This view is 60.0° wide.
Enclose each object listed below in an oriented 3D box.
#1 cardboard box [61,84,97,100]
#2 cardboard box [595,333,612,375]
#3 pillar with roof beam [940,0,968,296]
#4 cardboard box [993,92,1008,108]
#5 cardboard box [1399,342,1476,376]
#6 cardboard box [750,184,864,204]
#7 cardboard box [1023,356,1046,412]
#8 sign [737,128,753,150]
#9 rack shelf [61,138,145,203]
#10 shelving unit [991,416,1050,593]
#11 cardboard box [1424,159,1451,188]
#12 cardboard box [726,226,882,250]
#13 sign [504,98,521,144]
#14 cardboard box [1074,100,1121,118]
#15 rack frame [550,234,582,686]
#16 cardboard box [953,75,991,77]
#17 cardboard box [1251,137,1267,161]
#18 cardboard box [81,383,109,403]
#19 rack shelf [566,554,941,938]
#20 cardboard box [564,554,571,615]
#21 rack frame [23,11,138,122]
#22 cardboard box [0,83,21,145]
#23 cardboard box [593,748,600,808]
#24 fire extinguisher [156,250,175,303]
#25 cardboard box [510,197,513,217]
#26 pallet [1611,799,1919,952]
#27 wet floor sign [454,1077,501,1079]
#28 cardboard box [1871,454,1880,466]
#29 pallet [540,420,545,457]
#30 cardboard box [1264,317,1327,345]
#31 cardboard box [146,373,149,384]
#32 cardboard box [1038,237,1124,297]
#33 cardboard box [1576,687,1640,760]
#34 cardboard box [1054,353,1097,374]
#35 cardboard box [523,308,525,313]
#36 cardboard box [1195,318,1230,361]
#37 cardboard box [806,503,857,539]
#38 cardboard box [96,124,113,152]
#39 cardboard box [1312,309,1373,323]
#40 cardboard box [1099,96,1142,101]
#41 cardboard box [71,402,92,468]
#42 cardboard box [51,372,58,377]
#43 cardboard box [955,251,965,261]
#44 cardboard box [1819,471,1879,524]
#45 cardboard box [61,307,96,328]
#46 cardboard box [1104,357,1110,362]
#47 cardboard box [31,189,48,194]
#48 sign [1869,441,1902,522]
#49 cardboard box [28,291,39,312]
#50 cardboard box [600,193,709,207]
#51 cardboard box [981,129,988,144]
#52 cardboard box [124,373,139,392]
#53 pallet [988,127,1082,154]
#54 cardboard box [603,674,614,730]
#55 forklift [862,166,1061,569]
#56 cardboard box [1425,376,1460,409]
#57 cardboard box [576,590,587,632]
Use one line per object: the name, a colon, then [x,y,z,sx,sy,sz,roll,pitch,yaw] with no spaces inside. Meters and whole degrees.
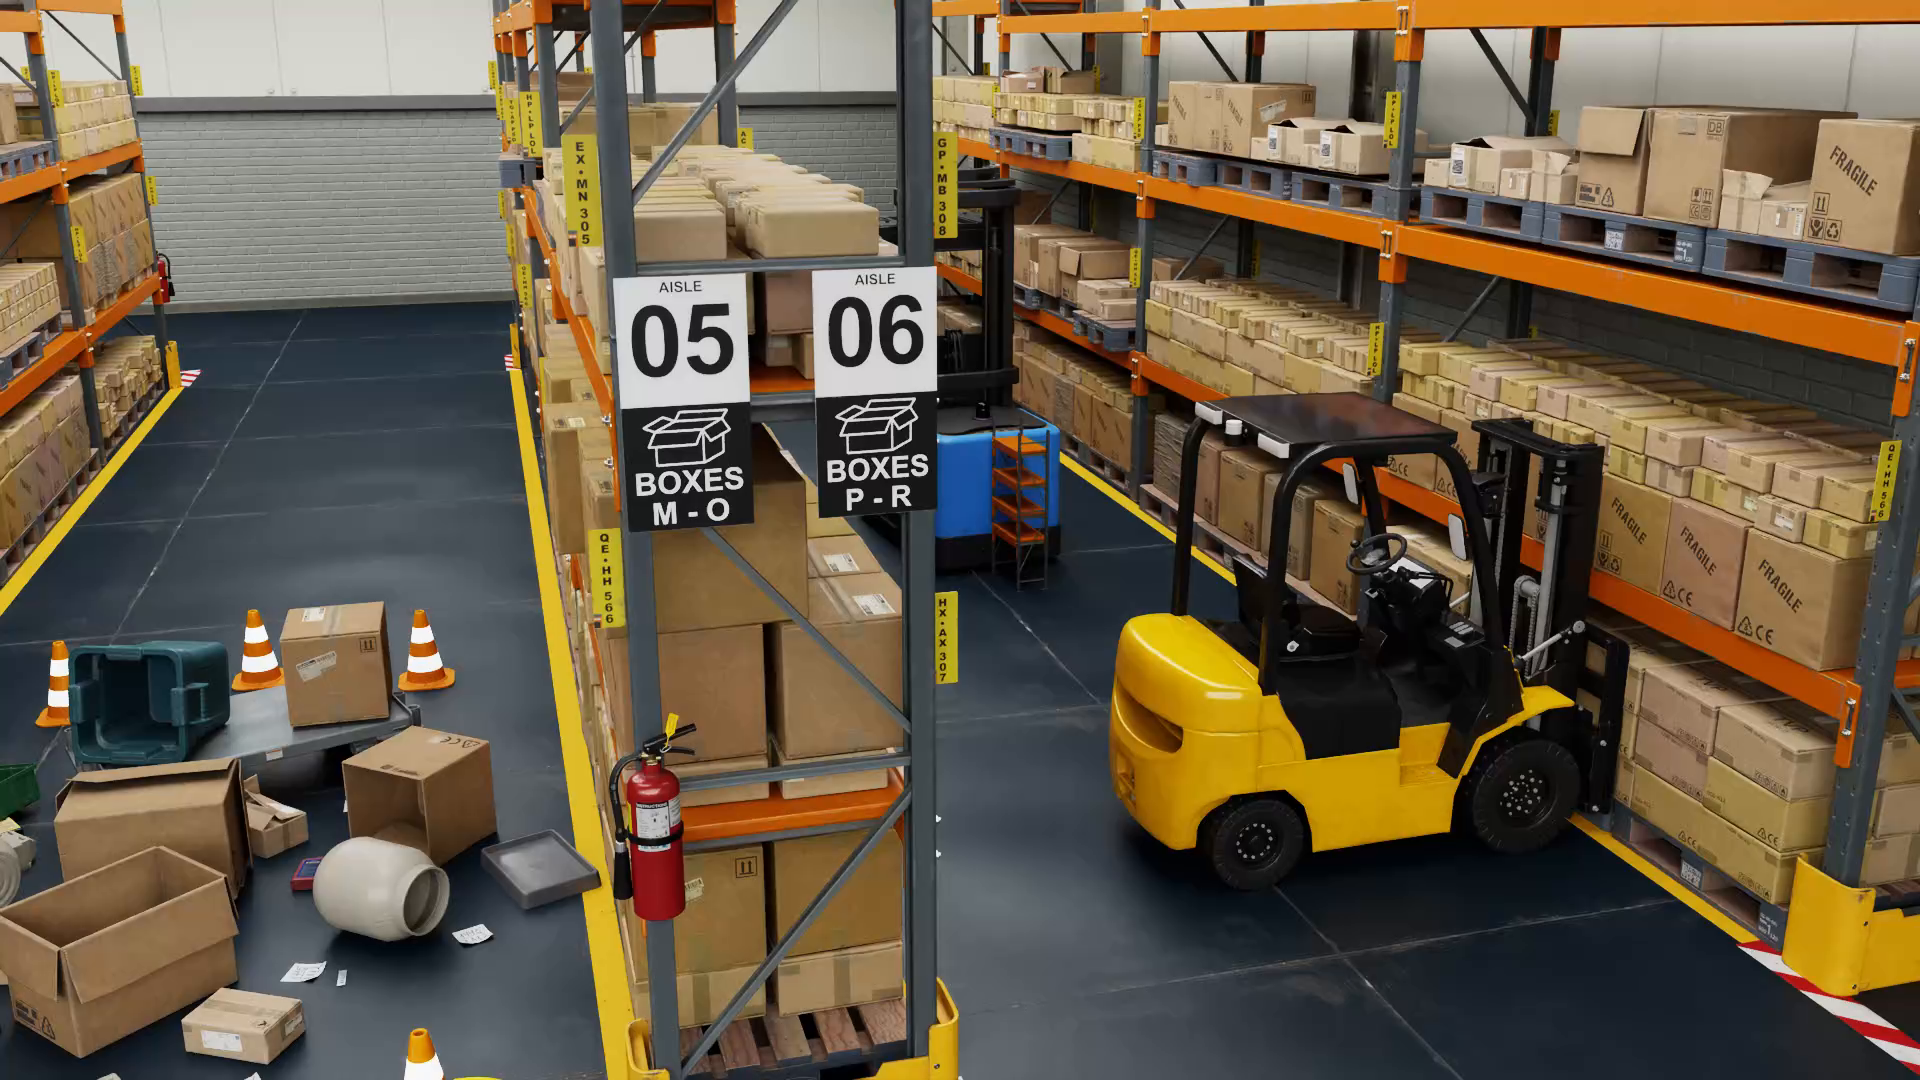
cardboard box: [-8.932,-4.515,16.753,0.380,0.149,0.250,-5,17,-17]
cardboard box: [-1.045,-0.669,5.686,0.380,0.149,0.250,-5,17,-15]
pillar with roof beam: [-4.218,-7.379,22.374,9.100,9.000,0.400,-5,17,-15]
cardboard box: [0.556,-4.513,17.063,0.380,0.149,0.250,-4,17,-14]
cardboard box: [2.896,-1.099,10.077,0.380,0.149,0.250,-4,17,-14]
cardboard box: [-0.571,-1.240,6.202,0.380,0.149,0.250,-5,17,-15]
cardboard box: [0.968,-1.628,17.273,0.500,0.500,0.500,-5,17,-16]
sign: [-1.158,-2.045,8.934,0.100,0.325,0.005,-5,17,-15]
rack shelf: [-9.158,-3.755,16.774,1.077,0.370,4.000,-5,17,-15]
shelving unit: [0.440,-0.265,12.250,0.258,1.200,0.503,-6,18,-20]
cardboard box: [2.925,-2.127,9.636,0.380,0.149,0.250,-4,17,-14]
cardboard box: [-0.590,-1.017,6.153,0.500,0.250,0.500,-5,17,-16]
sign: [-3.313,-3.103,12.317,0.100,0.325,0.005,-5,17,-15]
cardboard box: [1.259,-3.945,15.206,0.380,0.149,0.250,-5,17,-15]
rack frame: [-1.678,-0.316,9.290,1.000,3.000,0.127,-5,17,-15]
cardboard box: [0.187,-5.674,20.789,0.500,0.250,0.500,-5,17,-17]
cardboard box: [2.288,-2.768,11.772,0.380,0.149,0.250,-5,17,-16]
cardboard box: [-8.522,-1.423,16.166,0.380,0.149,0.250,-4,17,-13]
rack shelf: [-1.128,0.582,7.551,1.077,0.370,4.000,-5,17,-15]
cardboard box: [-2.218,0.206,11.391,0.950,0.372,0.625,-4,17,-13]
rack frame: [-9.707,-6.089,18.081,1.000,3.000,0.127,-5,17,-15]
cardboard box: [-8.610,-3.682,14.376,0.700,0.500,0.500,-5,17,-15]
cardboard box: [-1.618,1.131,8.522,0.500,0.250,0.500,-4,17,-12]
fire extinguisher: [-9.333,-3.106,19.362,0.296,0.674,0.183,-5,17,-15]
cardboard box: [-4.403,-3.305,17.329,0.500,0.500,0.500,-5,17,-16]
pallet: [3.943,1.524,8.010,1.003,0.211,1.213,-5,17,-15]
wet floor sign: [-1.555,2.055,5.488,0.267,0.644,0.232,1,17,4]
cardboard box: [4.293,-0.292,7.392,0.380,0.149,0.250,-4,17,-13]
pallet: [-3.592,-0.986,16.367,1.003,0.211,1.213,-5,17,-15]
cardboard box: [2.407,-1.496,11.917,0.380,0.149,0.250,-5,17,-15]
cardboard box: [-9.204,-1.780,18.388,0.380,0.149,0.250,-5,17,-16]
cardboard box: [1.171,-2.659,16.188,0.700,0.500,0.500,-5,17,-16]
cardboard box: [3.469,0.883,8.480,0.500,0.250,0.500,-5,17,-17]
cardboard box: [1.157,-1.760,16.586,0.380,0.149,0.250,-4,17,-13]
cardboard box: [-3.602,-2.129,14.717,0.500,0.250,0.500,-5,17,-17]
cardboard box: [2.145,-1.557,12.812,0.500,0.250,0.500,-5,17,-17]
cardboard box: [-0.729,0.163,7.003,0.500,0.500,0.500,-5,17,-16]
cardboard box: [-8.892,-4.051,16.772,0.500,0.250,0.500,-4,17,-13]
cardboard box: [2.829,-1.608,12.288,0.380,0.149,0.250,-5,17,-15]
cardboard box: [1.539,-4.132,15.796,0.380,0.149,0.250,-4,17,-14]
cardboard box: [-8.162,-0.929,14.945,0.500,0.500,0.500,-5,17,-16]
cardboard box: [-9.299,-1.589,16.721,0.380,0.149,0.250,-6,18,-18]
cardboard box: [0.245,-3.391,19.270,0.500,0.250,0.500,-5,17,-16]
cardboard box: [3.892,-0.186,7.040,0.380,0.149,0.250,-5,17,-15]
cardboard box: [-8.371,-2.093,15.644,0.380,0.149,0.250,-4,17,-13]
cardboard box: [1.670,-1.803,16.729,0.380,0.149,0.250,-4,17,-14]
cardboard box: [-9.271,-3.173,16.371,0.500,0.500,0.500,-4,17,-14]
sign: [3.668,-0.232,6.586,0.100,0.325,0.005,-5,17,-15]
cardboard box: [-8.090,-2.021,14.157,0.380,0.149,0.250,-5,18,-17]
cardboard box: [-1.077,-1.121,5.808,0.380,0.149,0.250,-5,17,-16]
cardboard box: [0.448,-4.383,18.051,0.380,0.149,0.250,-5,17,-15]
cardboard box: [-8.834,-1.639,17.401,0.380,0.149,0.250,-5,17,-15]
pallet: [1.007,-4.083,16.943,1.213,0.211,1.003,-5,17,-15]
cardboard box: [-1.213,0.622,6.605,0.380,0.149,0.250,-4,17,-14]
forklift: [-0.221,-1.571,13.588,1.130,2.935,3.031,-6,18,-20]
cardboard box: [3.001,-0.887,9.891,0.380,0.149,0.250,-4,17,-14]
cardboard box: [-1.799,0.354,8.678,0.380,0.149,0.250,-4,17,-14]
